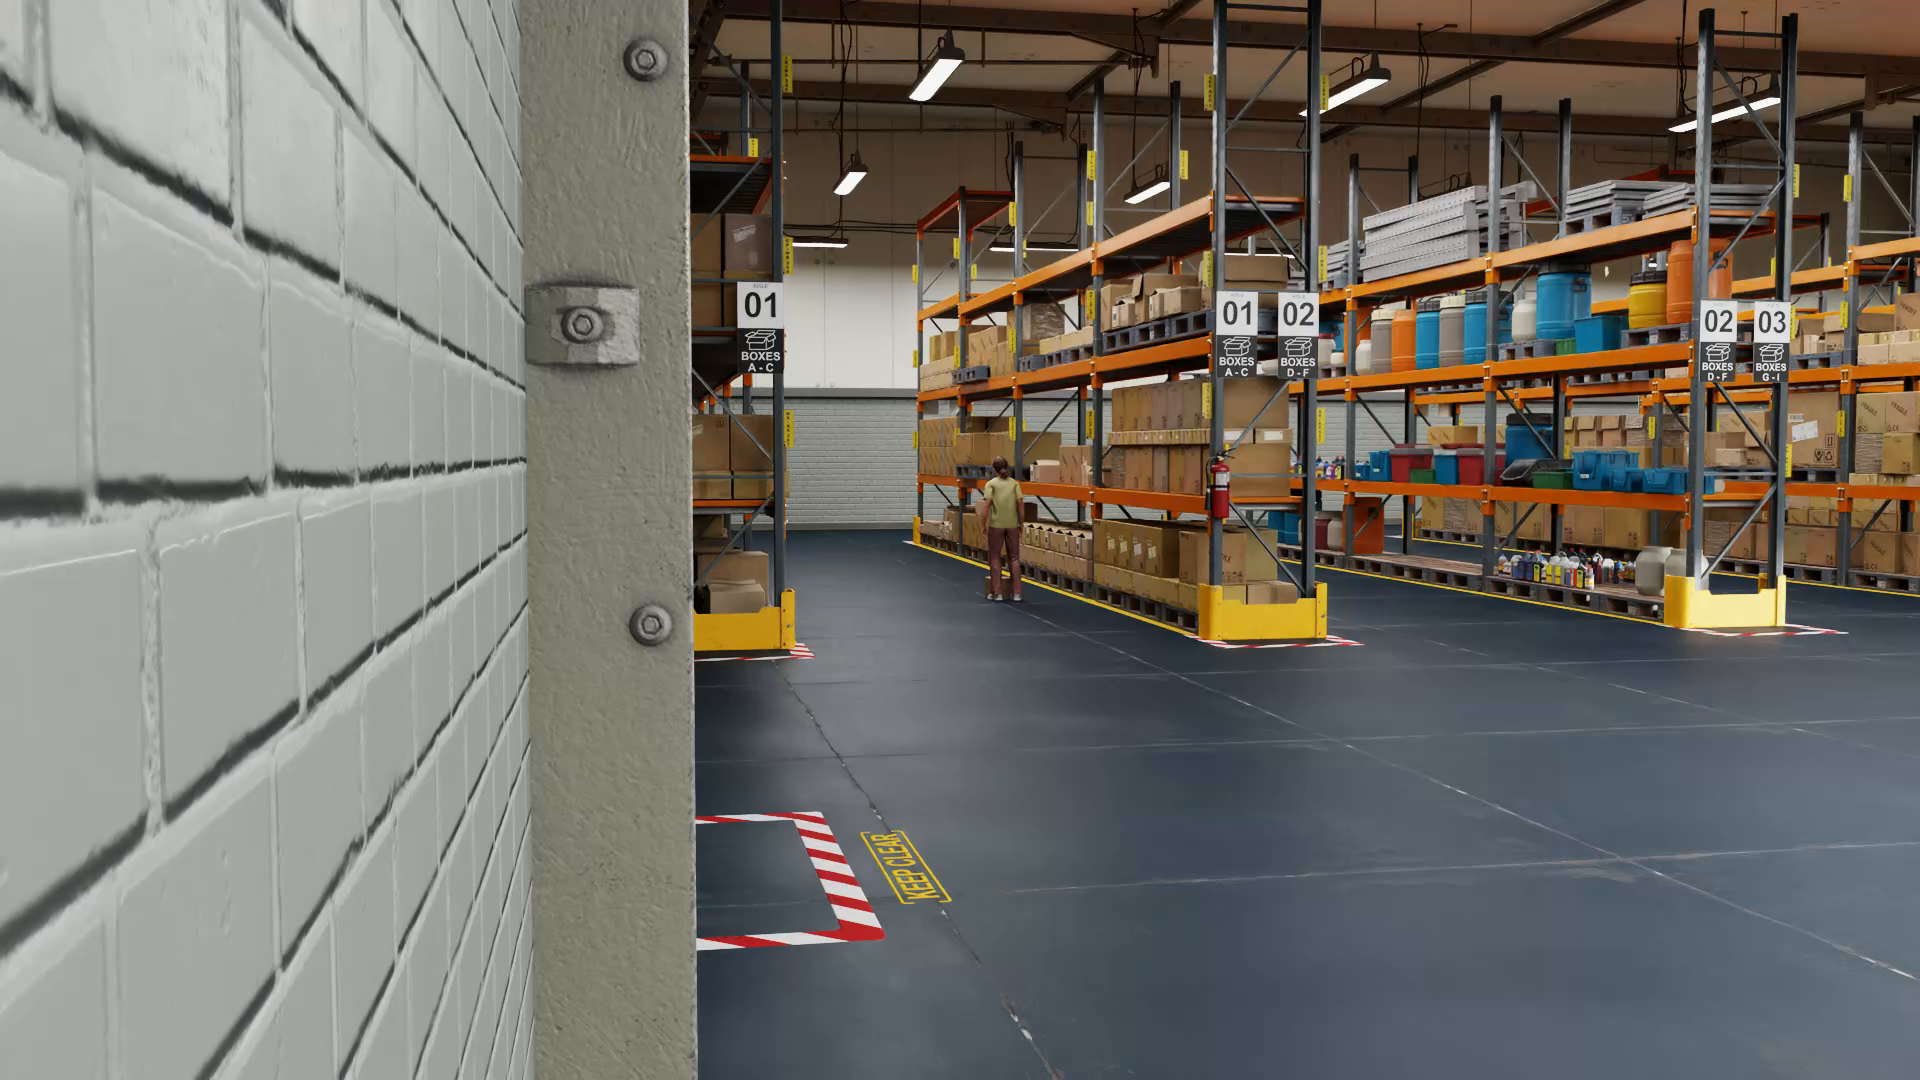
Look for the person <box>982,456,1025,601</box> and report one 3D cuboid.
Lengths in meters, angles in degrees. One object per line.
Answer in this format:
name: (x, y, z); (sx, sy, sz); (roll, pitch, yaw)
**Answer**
person: (0.490, -0.134, 19.275); (0.516, 1.673, 0.407); (-1, 3, -14)
